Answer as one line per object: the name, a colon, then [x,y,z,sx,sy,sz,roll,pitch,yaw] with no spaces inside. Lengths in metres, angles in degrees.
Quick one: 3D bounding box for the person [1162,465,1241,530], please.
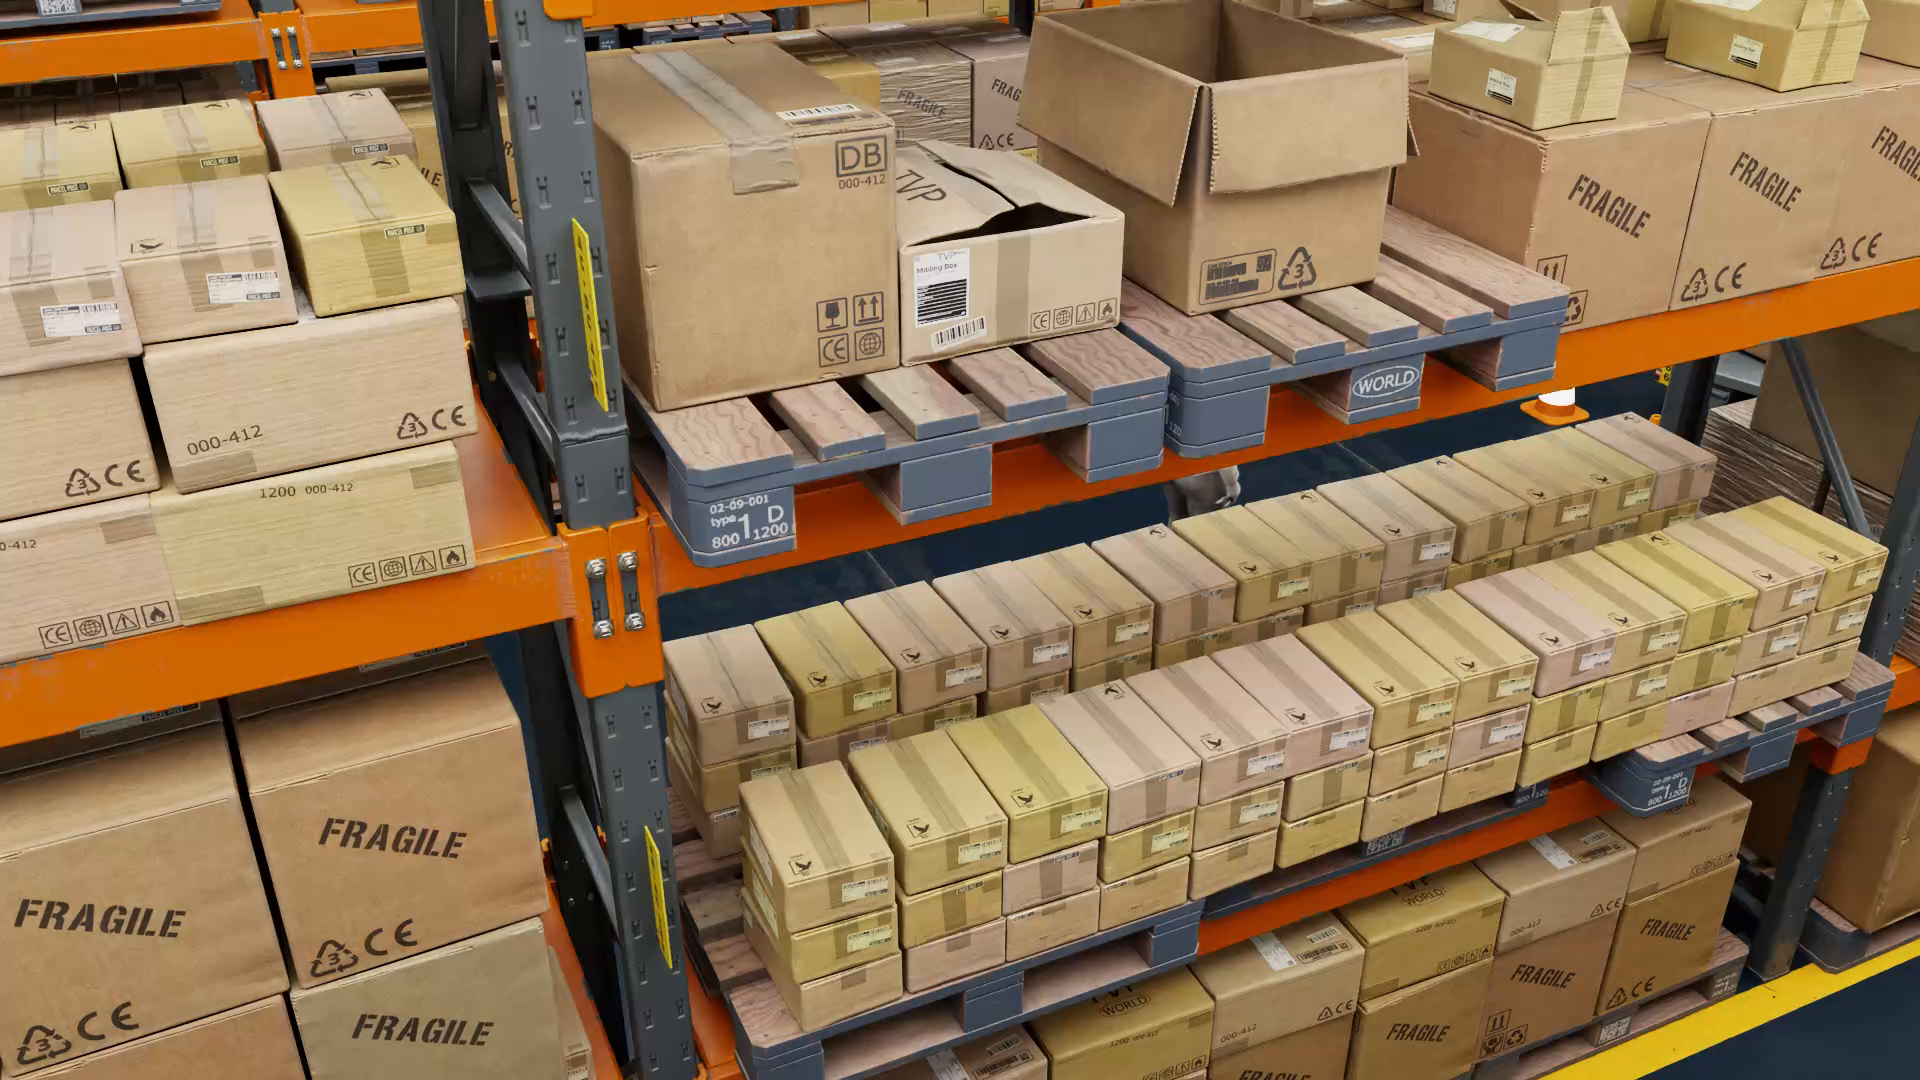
person: [1.097,-0.351,7.738,0.369,1.667,0.546,-15,33,-24]
